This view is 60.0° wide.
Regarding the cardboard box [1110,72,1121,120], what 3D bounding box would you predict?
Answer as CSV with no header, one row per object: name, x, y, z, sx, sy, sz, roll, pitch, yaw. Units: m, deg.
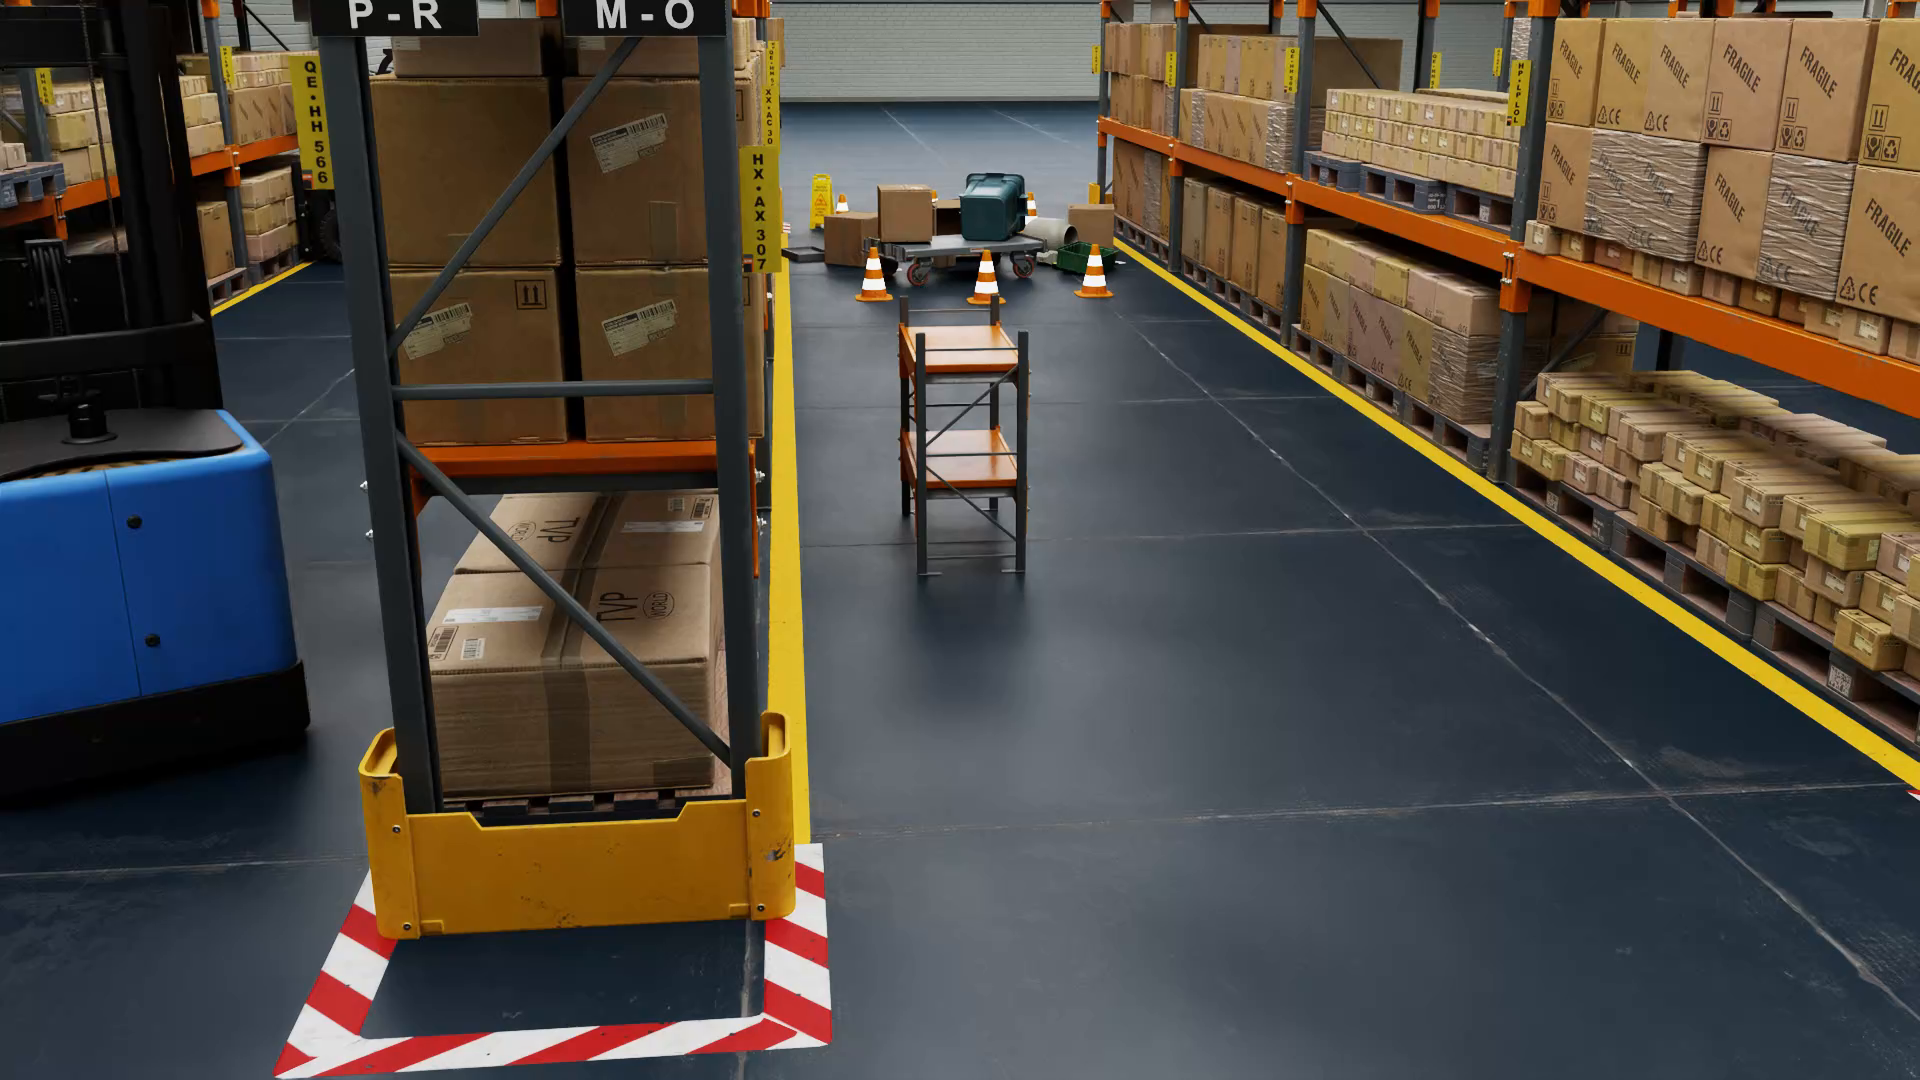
cardboard box,2.275,-5.305,19.815,0.875,0.550,0.550,-2,18,-6

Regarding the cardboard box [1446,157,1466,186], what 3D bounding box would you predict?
cardboard box,3.115,-2.186,9.851,0.380,0.149,0.250,-3,18,-8

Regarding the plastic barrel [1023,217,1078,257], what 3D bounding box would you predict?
plastic barrel,0.962,-3.212,17.701,0.512,0.421,0.421,11,21,32

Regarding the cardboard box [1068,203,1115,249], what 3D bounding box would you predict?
cardboard box,1.423,-3.390,18.136,0.500,0.500,0.500,1,17,4

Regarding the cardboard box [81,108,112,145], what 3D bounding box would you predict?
cardboard box,-6.686,-3.077,12.387,0.500,0.250,0.500,-1,17,-4

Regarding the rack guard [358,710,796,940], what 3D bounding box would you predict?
rack guard,-1.069,0.808,4.770,1.175,0.500,0.348,-2,18,-6

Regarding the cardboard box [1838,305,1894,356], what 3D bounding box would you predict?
cardboard box,3.449,-0.769,6.037,0.380,0.149,0.250,-1,17,-4

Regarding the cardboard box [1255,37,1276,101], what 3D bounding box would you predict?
cardboard box,2.872,-3.921,13.822,0.700,0.500,0.500,-2,18,-6

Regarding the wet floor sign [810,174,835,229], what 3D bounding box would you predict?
wet floor sign,-1.677,-4.126,20.241,0.267,0.644,0.232,4,18,13

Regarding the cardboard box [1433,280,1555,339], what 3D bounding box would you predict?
cardboard box,3.101,-1.347,9.679,0.500,0.250,0.500,-2,18,-7

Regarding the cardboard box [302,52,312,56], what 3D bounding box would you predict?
cardboard box,-7.301,-5.254,18.158,0.380,0.149,0.250,-1,17,-4

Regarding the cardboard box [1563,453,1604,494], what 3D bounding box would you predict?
cardboard box,3.252,-0.337,8.301,0.380,0.149,0.250,-2,18,-6

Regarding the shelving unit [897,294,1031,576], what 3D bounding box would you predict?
shelving unit,0.001,-0.535,8.002,0.538,1.125,1.048,-2,18,-6

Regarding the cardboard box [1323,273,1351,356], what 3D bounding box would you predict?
cardboard box,2.891,-1.598,11.732,0.500,0.500,0.500,-2,17,-5

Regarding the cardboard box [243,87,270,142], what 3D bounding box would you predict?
cardboard box,-7.102,-4.156,16.239,0.500,0.500,0.500,-1,17,-5

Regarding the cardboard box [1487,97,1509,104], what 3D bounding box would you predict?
cardboard box,3.655,-2.806,10.832,0.380,0.149,0.250,-1,17,-3

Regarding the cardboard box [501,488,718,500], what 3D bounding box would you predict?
cardboard box,-1.433,-0.105,7.079,0.875,0.438,0.875,-2,18,-7

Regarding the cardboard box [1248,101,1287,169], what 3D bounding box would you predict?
cardboard box,2.653,-3.281,13.453,0.500,0.500,0.500,-2,18,-6

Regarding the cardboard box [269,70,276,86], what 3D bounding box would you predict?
cardboard box,-7.120,-4.655,16.748,0.380,0.149,0.250,-2,18,-7

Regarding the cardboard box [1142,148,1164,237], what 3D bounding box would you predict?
cardboard box,2.512,-3.795,18.104,0.875,0.875,0.875,-2,18,-5

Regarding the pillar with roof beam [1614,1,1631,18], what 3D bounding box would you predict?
pillar with roof beam,15.473,-17.410,48.609,9.100,9.000,0.400,-2,18,-6

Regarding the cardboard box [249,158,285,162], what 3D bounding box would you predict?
cardboard box,-7.742,-4.072,18.361,0.500,0.250,0.500,-2,18,-6

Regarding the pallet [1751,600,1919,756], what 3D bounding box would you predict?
pallet,3.786,0.489,6.266,1.003,0.211,1.213,-2,18,-6

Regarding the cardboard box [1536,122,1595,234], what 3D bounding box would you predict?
cardboard box,3.230,-1.801,8.243,0.500,0.500,0.500,-2,18,-7

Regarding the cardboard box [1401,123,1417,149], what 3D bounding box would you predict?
cardboard box,3.033,-2.567,10.568,0.380,0.149,0.250,-1,17,-4

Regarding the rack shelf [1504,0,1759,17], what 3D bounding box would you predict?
rack shelf,7.342,-5.957,18.338,1.077,0.370,4.000,-2,18,-6

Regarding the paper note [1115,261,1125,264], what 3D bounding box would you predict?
paper note,1.634,-2.907,17.383,0.142,0.020,0.147,16,24,42

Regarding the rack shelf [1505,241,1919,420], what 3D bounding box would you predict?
rack shelf,3.636,-0.828,7.007,1.077,0.370,4.000,-2,18,-6

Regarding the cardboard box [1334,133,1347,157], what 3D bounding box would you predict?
cardboard box,2.890,-2.820,11.869,0.380,0.149,0.250,-1,17,-3

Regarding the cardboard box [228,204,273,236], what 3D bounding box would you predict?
cardboard box,-6.989,-3.094,16.078,0.500,0.250,0.500,-2,18,-6

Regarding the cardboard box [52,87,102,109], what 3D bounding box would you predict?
cardboard box,-6.693,-3.315,12.479,0.380,0.149,0.250,-2,17,-5

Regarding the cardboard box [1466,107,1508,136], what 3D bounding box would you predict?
cardboard box,3.141,-2.402,9.545,0.380,0.149,0.250,-2,18,-7

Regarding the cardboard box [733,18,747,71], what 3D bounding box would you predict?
cardboard box,-0.843,-1.498,5.020,0.380,0.149,0.250,-1,17,-4

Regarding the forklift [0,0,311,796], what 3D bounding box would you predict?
forklift,-3.509,-0.963,6.350,1.130,2.935,3.031,-11,20,-31

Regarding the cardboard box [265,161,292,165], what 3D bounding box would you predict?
cardboard box,-7.180,-3.941,17.942,0.500,0.250,0.500,-2,17,-5

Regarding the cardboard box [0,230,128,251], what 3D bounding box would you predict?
cardboard box,-6.959,-2.069,13.024,0.875,0.625,0.625,-1,17,-4

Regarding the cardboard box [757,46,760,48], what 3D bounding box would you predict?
cardboard box,-1.323,-2.399,8.976,0.500,0.500,0.500,-2,18,-6

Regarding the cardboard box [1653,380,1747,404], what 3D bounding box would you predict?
cardboard box,3.791,-0.718,8.522,0.380,0.149,0.250,-2,17,-5

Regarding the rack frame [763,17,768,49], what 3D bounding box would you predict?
rack frame,-2.309,-3.967,15.807,1.000,3.000,0.127,-2,18,-6

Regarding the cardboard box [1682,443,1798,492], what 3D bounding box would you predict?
cardboard box,3.395,-0.316,7.240,0.380,0.149,0.250,-2,18,-5

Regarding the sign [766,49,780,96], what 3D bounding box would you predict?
sign,-1.345,-3.346,11.895,0.100,0.325,0.005,-2,18,-6

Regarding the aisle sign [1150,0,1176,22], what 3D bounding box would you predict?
aisle sign,2.483,-6.613,19.893,0.394,0.787,0.004,-2,18,-6

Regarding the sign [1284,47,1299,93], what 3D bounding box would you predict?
sign,2.465,-3.493,12.362,0.100,0.325,0.005,-2,18,-6

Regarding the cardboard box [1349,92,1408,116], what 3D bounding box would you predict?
cardboard box,2.923,-3.026,11.534,0.380,0.149,0.250,-2,18,-6

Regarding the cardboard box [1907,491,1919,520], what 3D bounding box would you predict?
cardboard box,3.971,-0.095,6.536,0.380,0.149,0.250,-3,18,-8

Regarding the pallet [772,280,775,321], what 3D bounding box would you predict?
pallet,-2.098,-2.041,14.325,1.003,0.211,1.213,-2,18,-6

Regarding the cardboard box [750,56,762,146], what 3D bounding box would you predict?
cardboard box,-1.054,-1.674,6.665,0.500,0.500,0.500,-2,17,-5

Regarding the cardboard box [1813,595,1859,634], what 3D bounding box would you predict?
cardboard box,3.512,0.279,6.338,0.380,0.149,0.250,-2,18,-6

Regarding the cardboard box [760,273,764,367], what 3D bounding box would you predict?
cardboard box,-0.950,-0.894,5.849,0.500,0.500,0.500,-2,18,-6

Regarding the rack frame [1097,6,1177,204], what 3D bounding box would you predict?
rack frame,2.192,-5.342,20.186,1.000,3.000,0.127,-2,18,-6

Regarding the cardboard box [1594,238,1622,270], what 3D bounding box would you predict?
cardboard box,3.313,-1.400,8.048,0.380,0.149,0.250,-3,18,-8

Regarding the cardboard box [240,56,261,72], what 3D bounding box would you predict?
cardboard box,-7.060,-4.647,16.224,0.380,0.149,0.250,-1,17,-4

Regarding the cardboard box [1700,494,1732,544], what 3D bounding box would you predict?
cardboard box,3.374,-0.091,7.022,0.380,0.149,0.250,-1,17,-3

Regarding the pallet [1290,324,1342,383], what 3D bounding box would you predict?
pallet,3.096,-1.395,12.269,1.003,0.211,1.213,-2,18,-6
